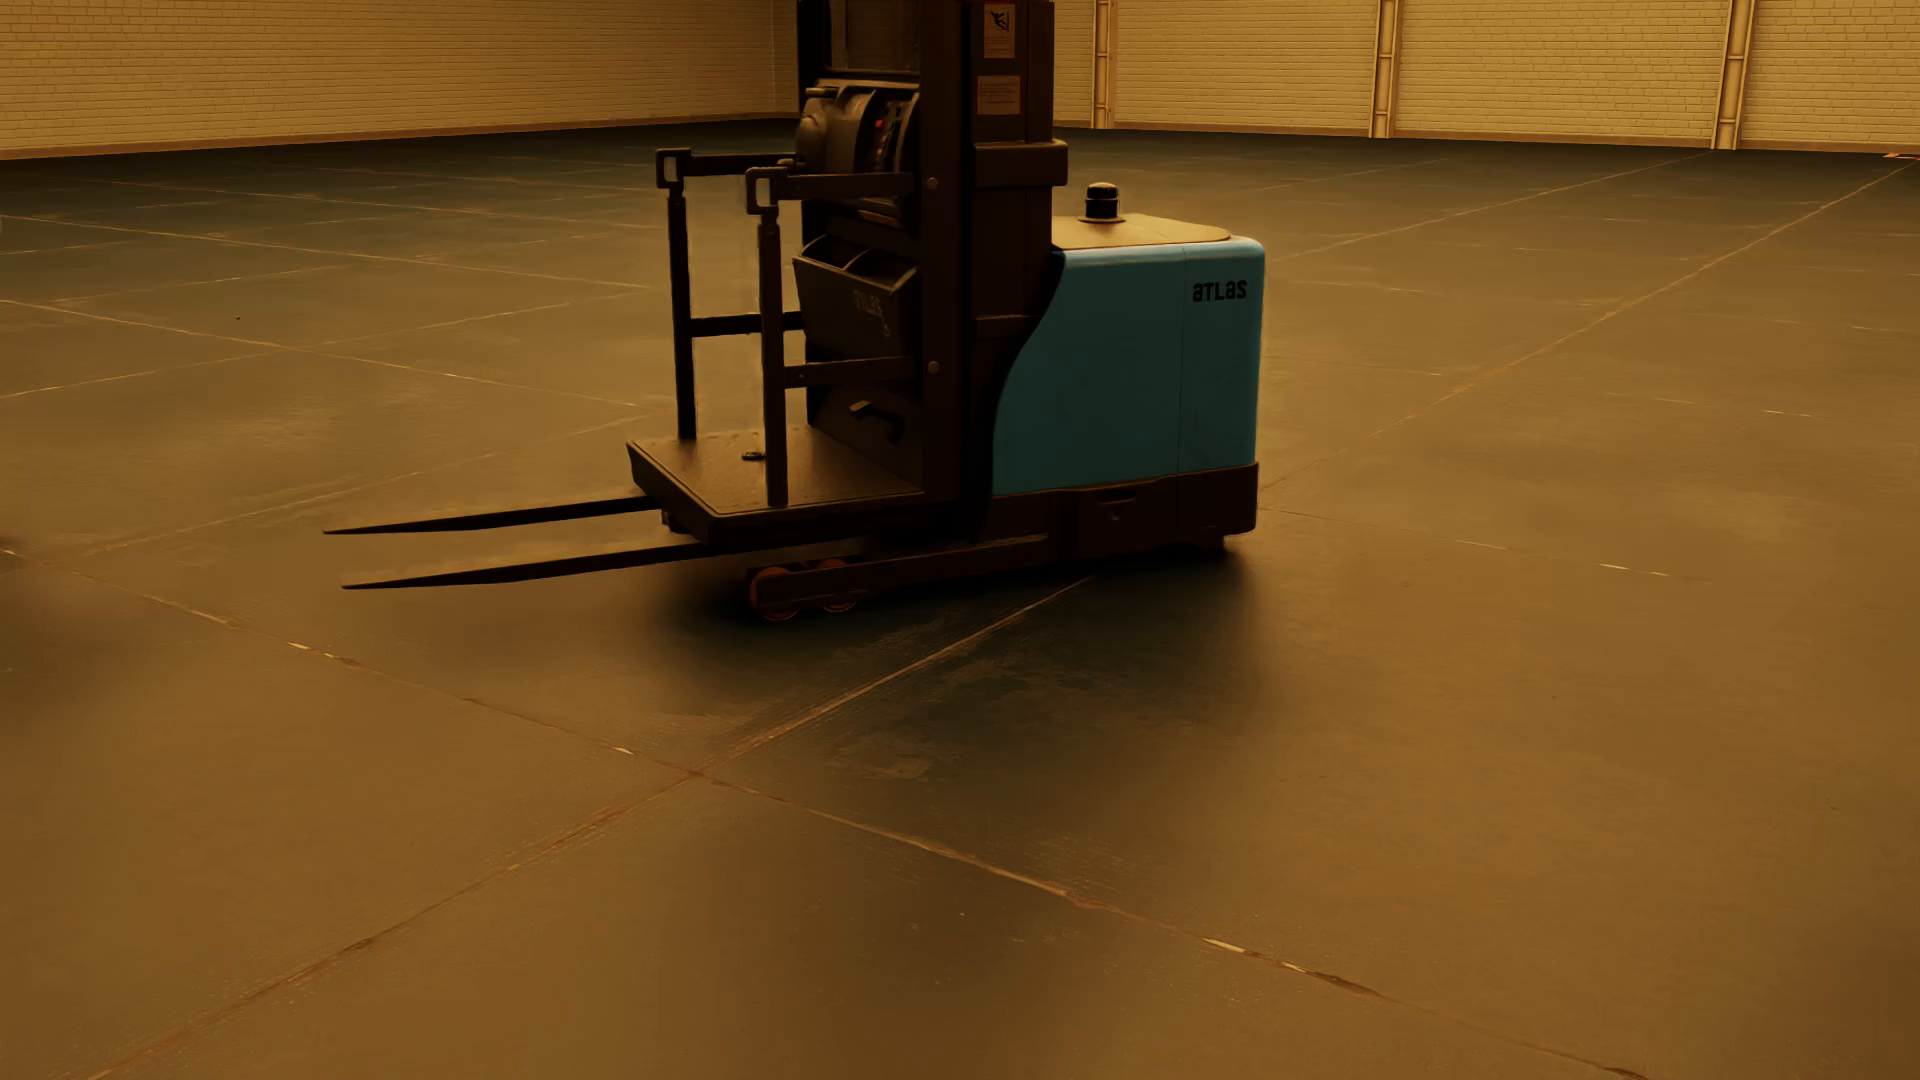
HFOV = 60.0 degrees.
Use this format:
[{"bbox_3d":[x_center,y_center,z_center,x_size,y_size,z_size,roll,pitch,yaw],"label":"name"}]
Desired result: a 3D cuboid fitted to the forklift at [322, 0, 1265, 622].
[{"bbox_3d":[-0.520,-1.325,5.264,3.031,2.935,1.130,-8,18,-24],"label":"forklift"}]
